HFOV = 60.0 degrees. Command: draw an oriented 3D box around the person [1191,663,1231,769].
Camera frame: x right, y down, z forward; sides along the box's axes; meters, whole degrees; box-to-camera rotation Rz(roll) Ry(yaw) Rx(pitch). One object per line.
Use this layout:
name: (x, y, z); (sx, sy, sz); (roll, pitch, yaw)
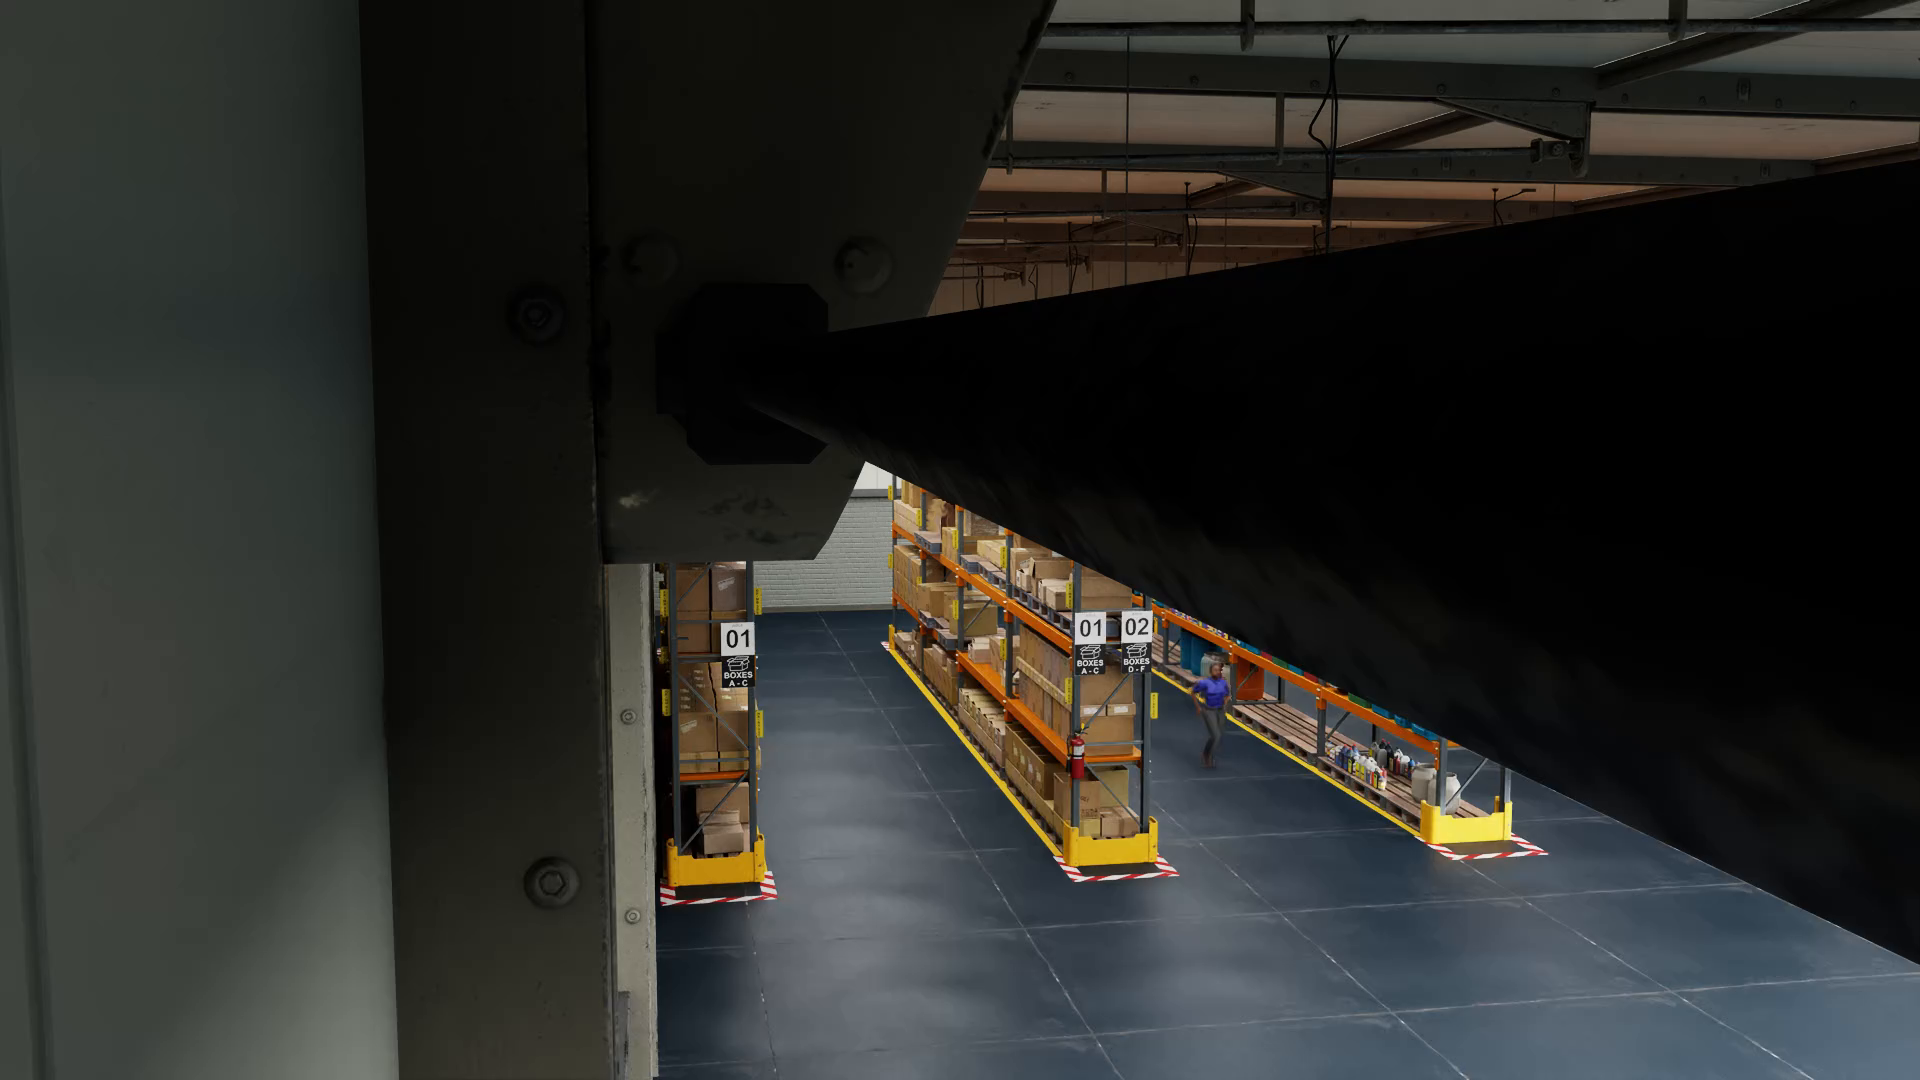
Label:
person: (3.941, 2.729, 25.781); (0.546, 1.653, 0.663); (-2, 7, -22)
